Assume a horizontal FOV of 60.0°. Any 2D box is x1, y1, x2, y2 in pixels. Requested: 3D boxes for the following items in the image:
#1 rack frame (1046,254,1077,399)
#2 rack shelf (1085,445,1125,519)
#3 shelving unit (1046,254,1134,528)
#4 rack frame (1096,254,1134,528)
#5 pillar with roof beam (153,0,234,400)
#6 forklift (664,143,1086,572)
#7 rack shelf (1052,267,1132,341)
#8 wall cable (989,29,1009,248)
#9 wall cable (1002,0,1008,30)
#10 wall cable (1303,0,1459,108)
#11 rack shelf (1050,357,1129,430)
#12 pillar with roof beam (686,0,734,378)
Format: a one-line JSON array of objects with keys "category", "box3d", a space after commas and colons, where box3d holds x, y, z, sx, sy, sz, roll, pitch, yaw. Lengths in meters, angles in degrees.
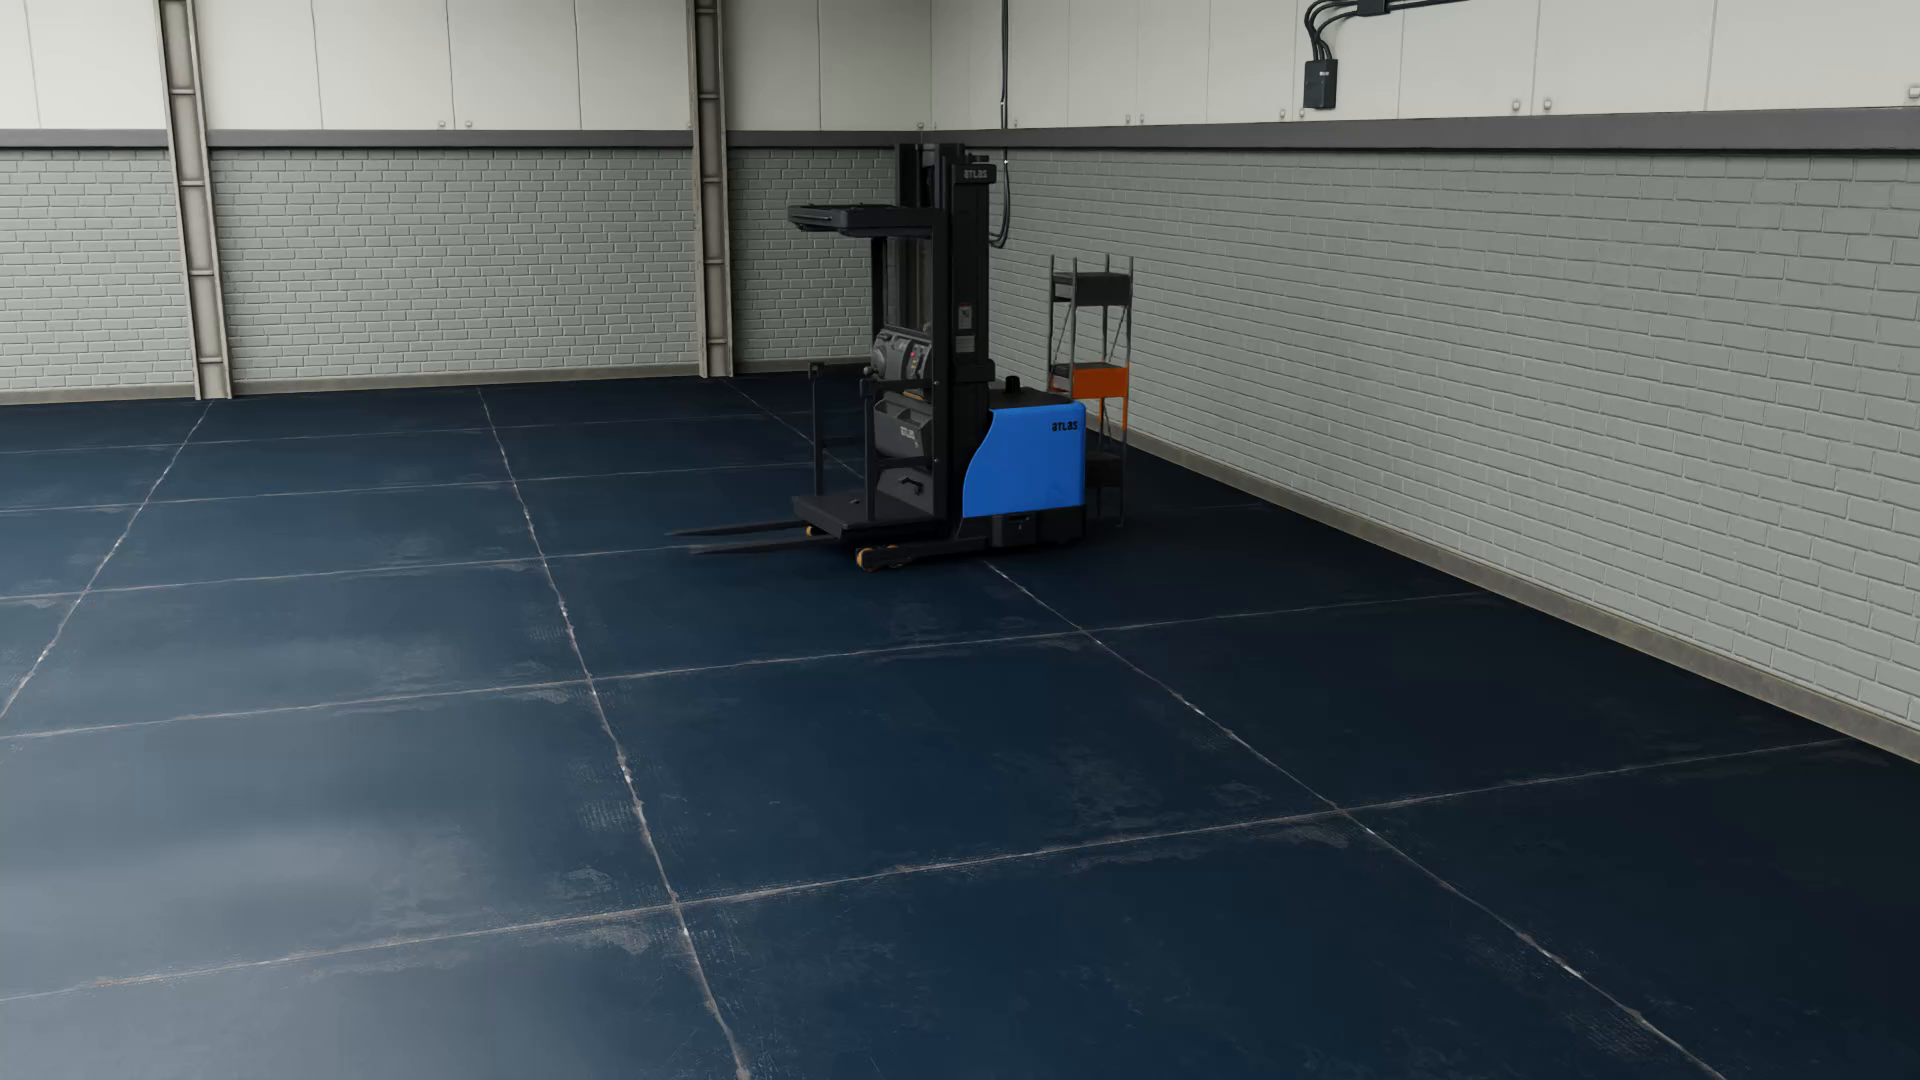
[{"category": "rack frame", "box3d": [0.763, -1.120, 12.774, 0.015, 2.100, 0.400, -5, 14, -24]}, {"category": "rack shelf", "box3d": [0.972, -0.444, 13.035, 0.480, 0.518, 0.431, -5, 14, -24]}, {"category": "shelving unit", "box3d": [0.984, -1.139, 12.875, 0.503, 2.100, 0.431, -5, 14, -24]}, {"category": "rack frame", "box3d": [1.206, -1.159, 12.976, 0.015, 2.100, 0.400, -5, 14, -24]}, {"category": "pillar with roof beam", "box3d": [-7.483, -5.129, 14.761, 0.400, 9.000, 9.100, -4, 14, -18]}, {"category": "forklift", "box3d": [-0.607, -1.343, 11.953, 3.031, 2.935, 1.130, -6, 15, -25]}, {"category": "rack shelf", "box3d": [0.996, -1.808, 12.722, 0.480, 0.518, 0.431, -5, 14, -24]}, {"category": "wall cable", "box3d": [0.045, -4.933, 20.646, 0.112, 2.526, 3.097, -4, 14, -18]}, {"category": "wall cable", "box3d": [0.908, -6.797, 17.567, 0.112, 2.526, 3.097, -4, 14, -18]}, {"category": "wall cable", "box3d": [3.058, -6.015, 11.135, 0.169, 6.003, 2.305, -4, 14, -18]}, {"category": "rack shelf", "box3d": [0.984, -1.126, 12.878, 0.480, 0.518, 0.431, -5, 14, -24]}, {"category": "pillar with roof beam", "box3d": [-1.796, -5.572, 16.622, 0.400, 9.000, 9.100, -4, 14, -18]}]
